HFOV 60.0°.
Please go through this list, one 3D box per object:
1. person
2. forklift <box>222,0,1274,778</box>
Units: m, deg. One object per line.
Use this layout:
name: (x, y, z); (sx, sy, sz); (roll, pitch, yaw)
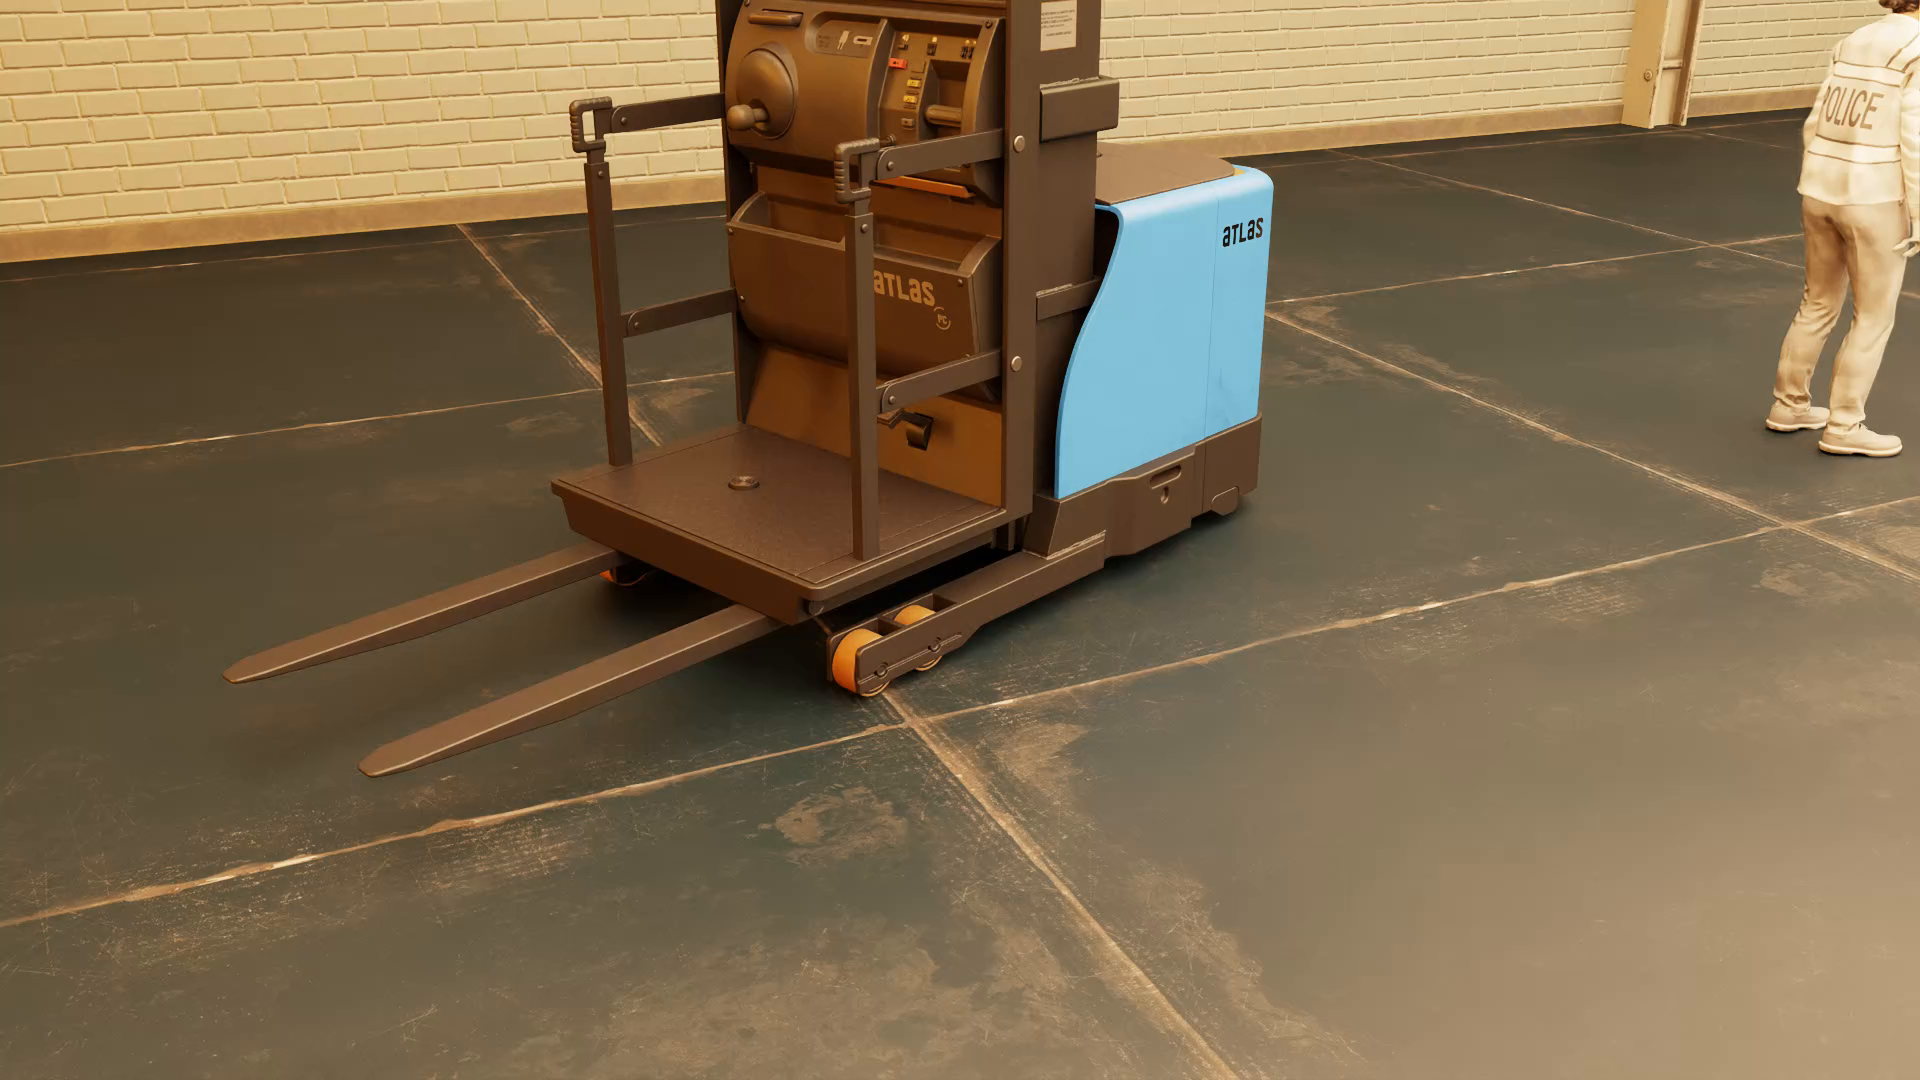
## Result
person: (3.089, -1.142, 5.689); (0.376, 1.664, 0.529); (-6, 23, -15)
forklift: (-0.413, -1.182, 4.131); (1.130, 2.935, 3.031); (19, 29, 39)
